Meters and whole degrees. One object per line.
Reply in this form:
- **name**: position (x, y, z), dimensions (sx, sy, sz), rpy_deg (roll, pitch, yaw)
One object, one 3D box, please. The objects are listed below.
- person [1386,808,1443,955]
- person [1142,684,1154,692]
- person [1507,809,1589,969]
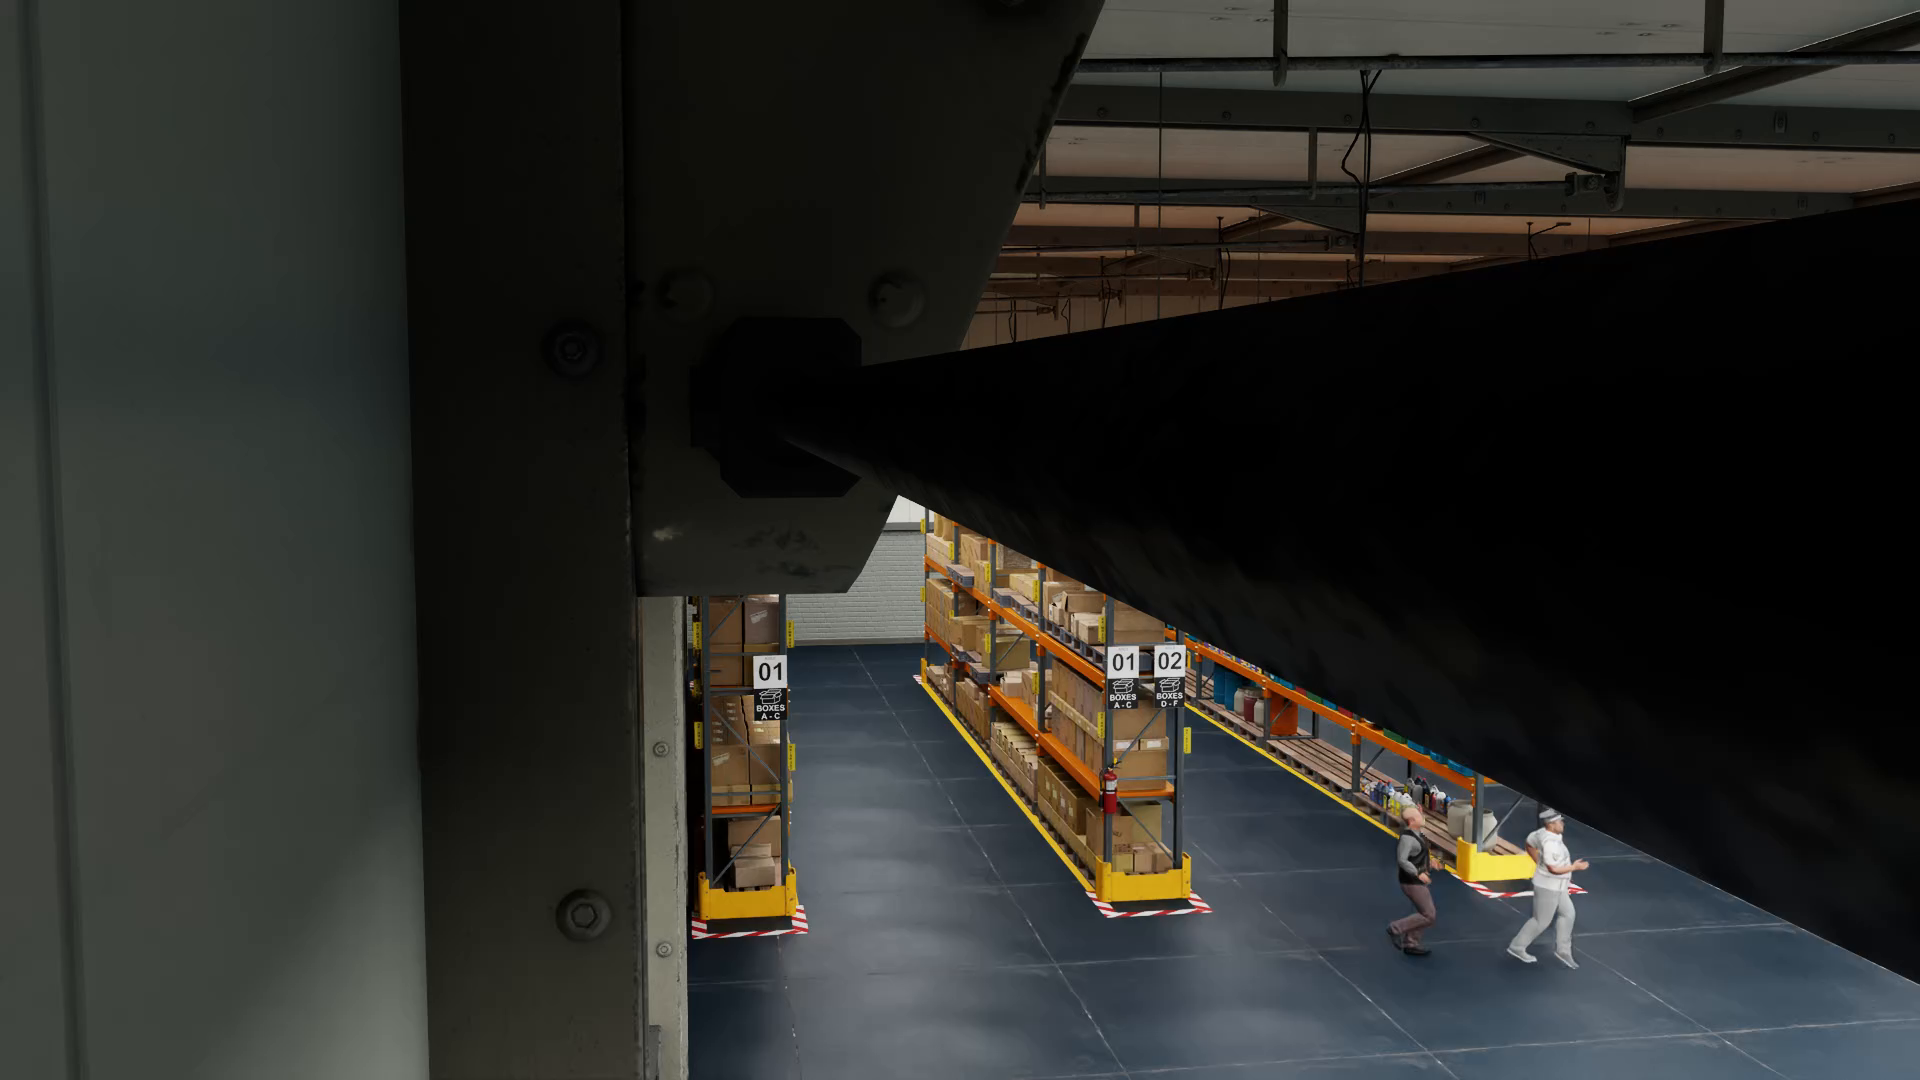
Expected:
- **person**: position (5.127, 3.845, 18.737), dimensions (0.604, 1.673, 0.657), rpy_deg (1, 5, 16)
- **person**: position (3.376, 2.822, 29.855), dimensions (0.667, 1.750, 0.919), rpy_deg (-2, 5, -17)
- **person**: position (6.472, 3.846, 18.301), dimensions (0.819, 1.852, 0.643), rpy_deg (2, 5, 19)
